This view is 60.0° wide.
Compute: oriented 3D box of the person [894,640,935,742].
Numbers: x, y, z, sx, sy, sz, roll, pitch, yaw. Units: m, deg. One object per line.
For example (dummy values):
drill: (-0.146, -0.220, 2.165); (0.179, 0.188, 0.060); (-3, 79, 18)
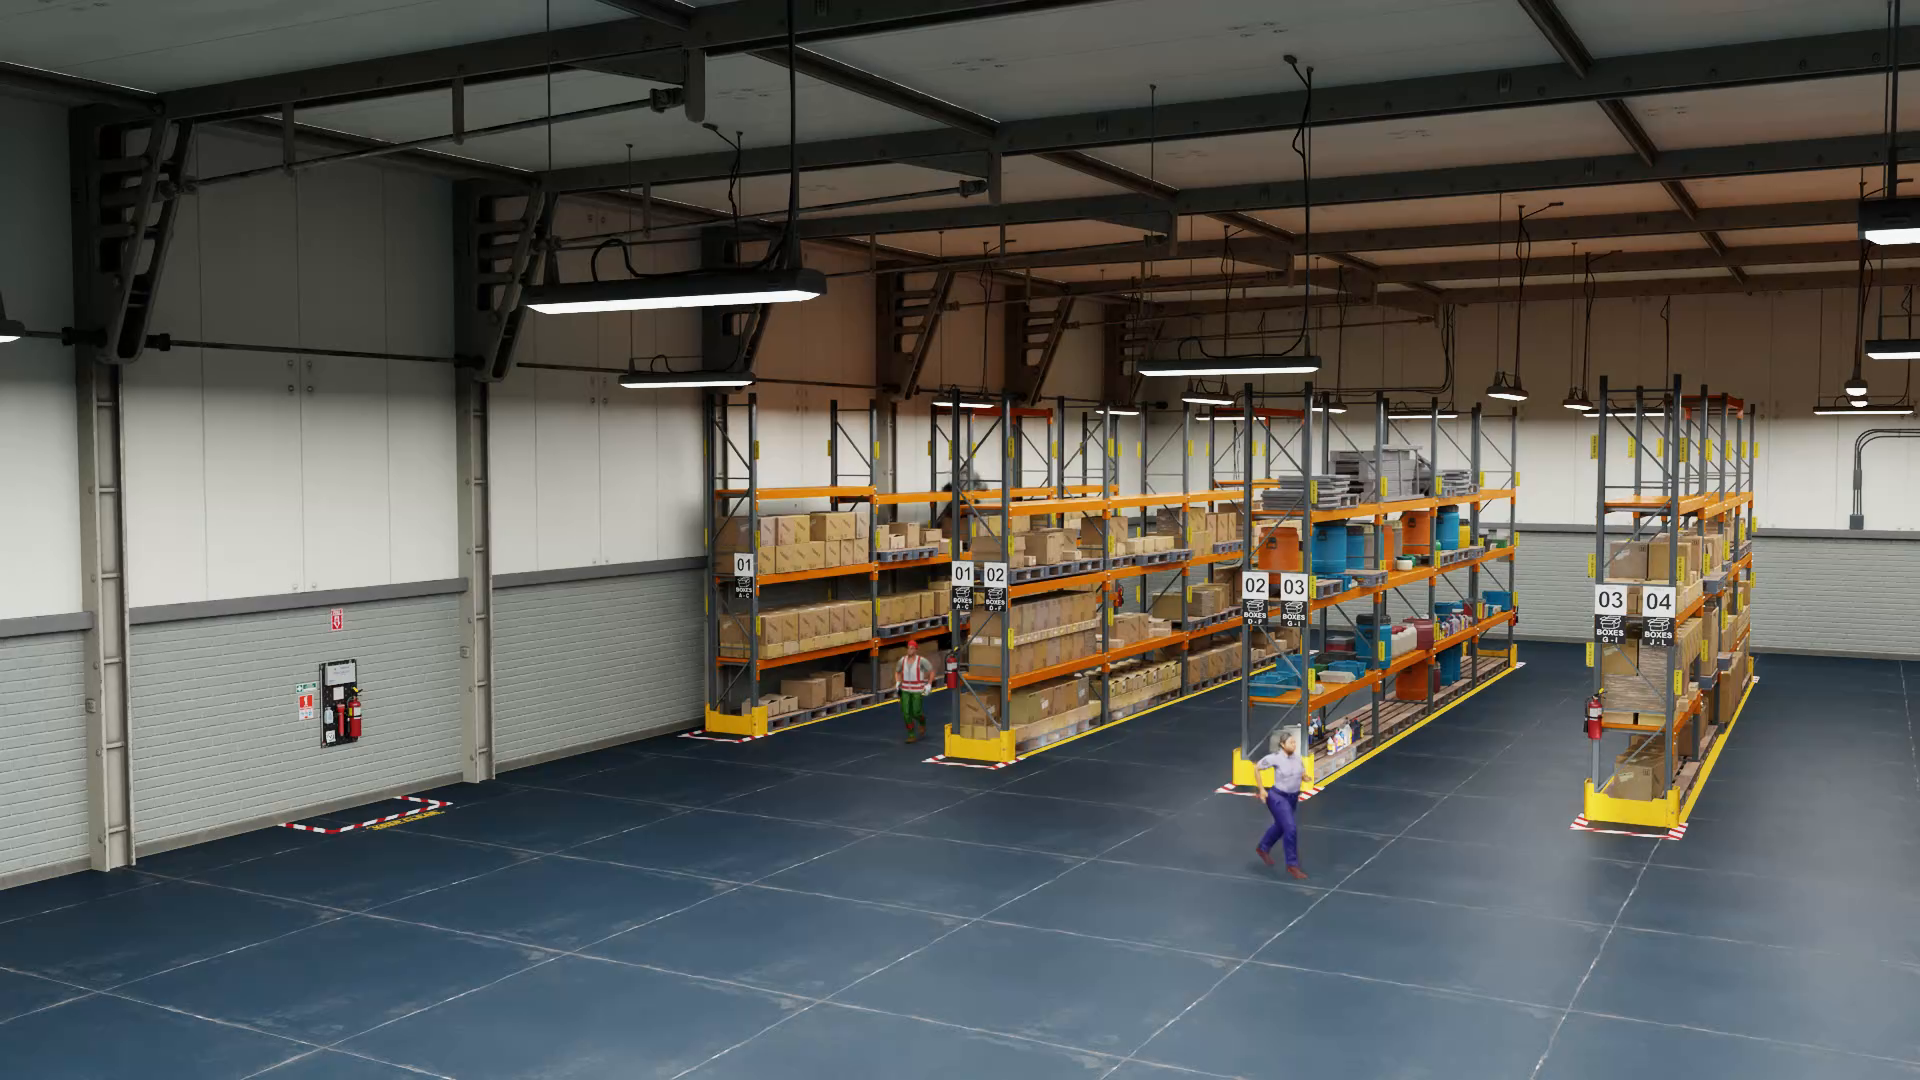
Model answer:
person: (-0.799, 2.588, 28.525); (0.703, 1.741, 0.630); (1, 3, 17)

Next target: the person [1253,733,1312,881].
person: (3.809, 3.108, 19.643); (0.580, 1.694, 0.838); (-3, 4, -41)
